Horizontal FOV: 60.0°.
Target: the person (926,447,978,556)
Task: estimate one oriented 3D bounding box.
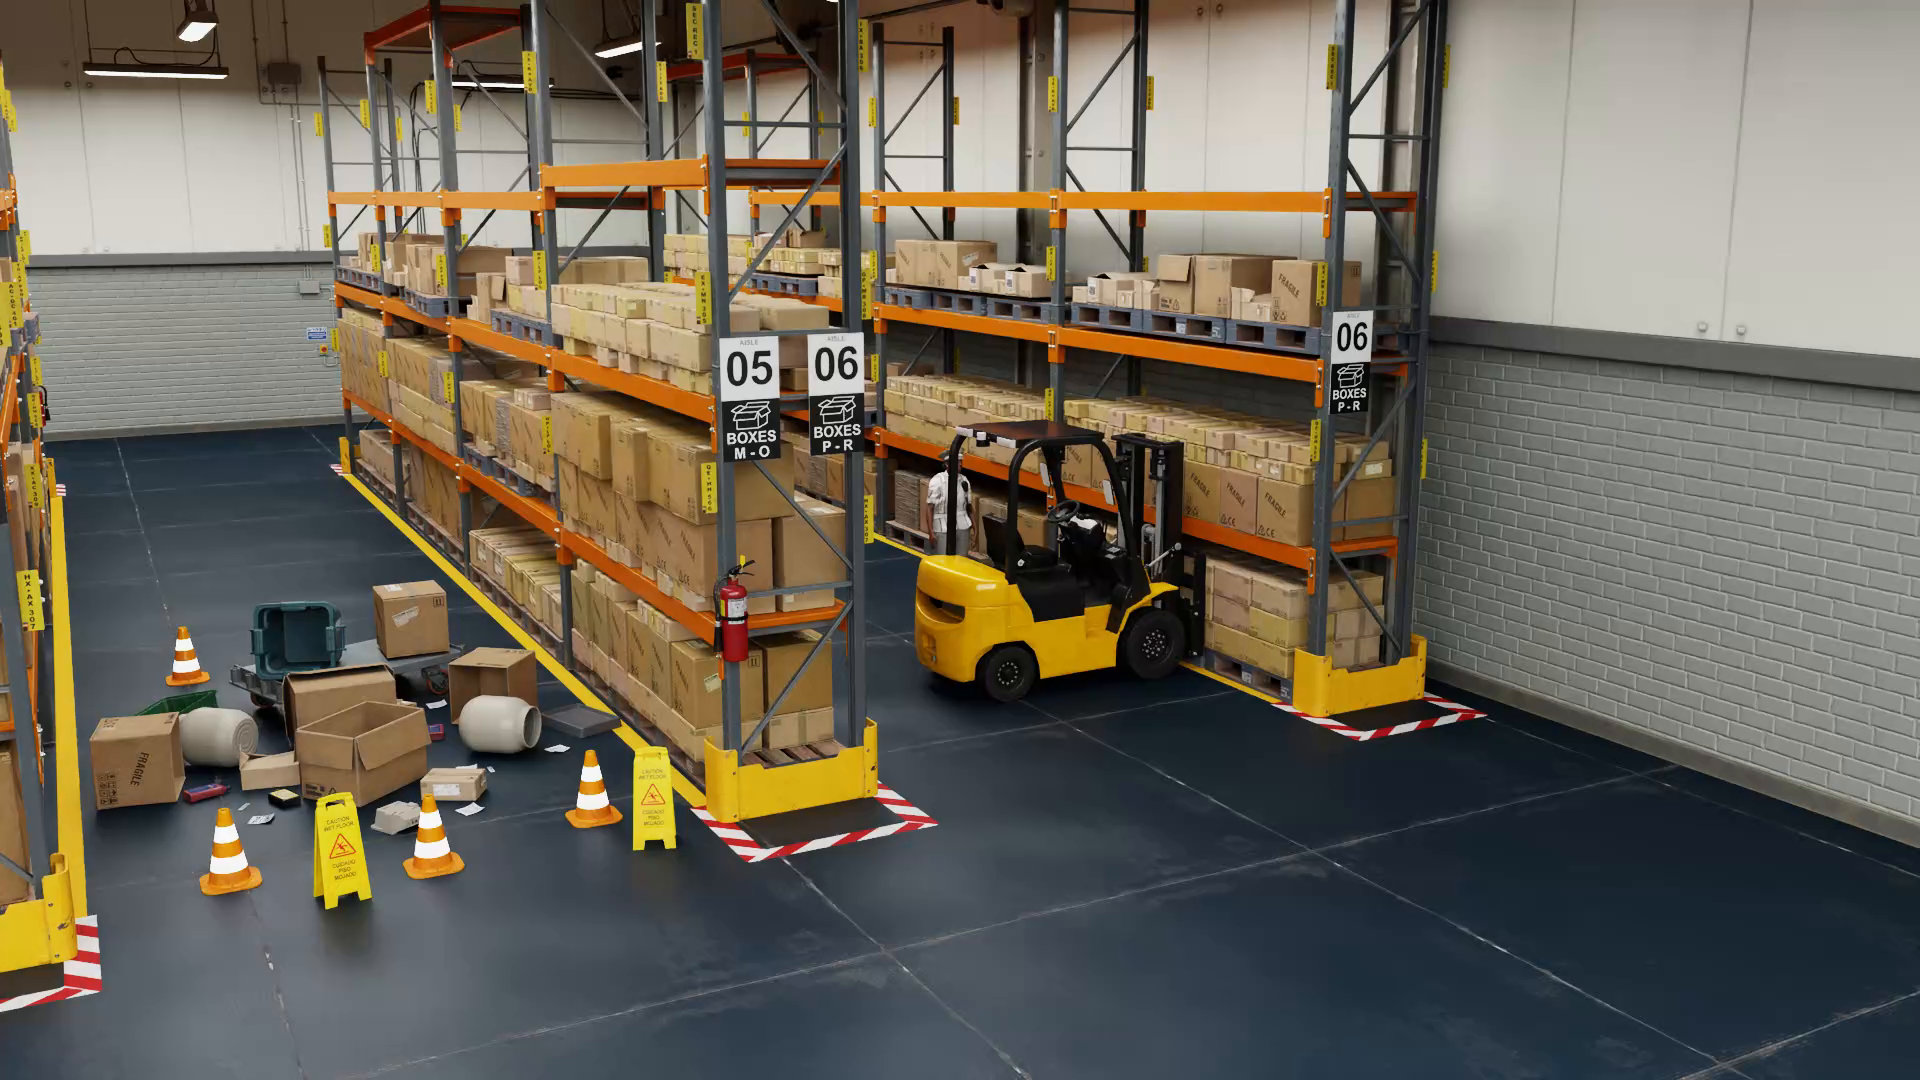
[{"bbox_3d":[-0.061,-0.053,16.081,0.570,1.696,0.529,-6,13,-28],"label":"person"}]
